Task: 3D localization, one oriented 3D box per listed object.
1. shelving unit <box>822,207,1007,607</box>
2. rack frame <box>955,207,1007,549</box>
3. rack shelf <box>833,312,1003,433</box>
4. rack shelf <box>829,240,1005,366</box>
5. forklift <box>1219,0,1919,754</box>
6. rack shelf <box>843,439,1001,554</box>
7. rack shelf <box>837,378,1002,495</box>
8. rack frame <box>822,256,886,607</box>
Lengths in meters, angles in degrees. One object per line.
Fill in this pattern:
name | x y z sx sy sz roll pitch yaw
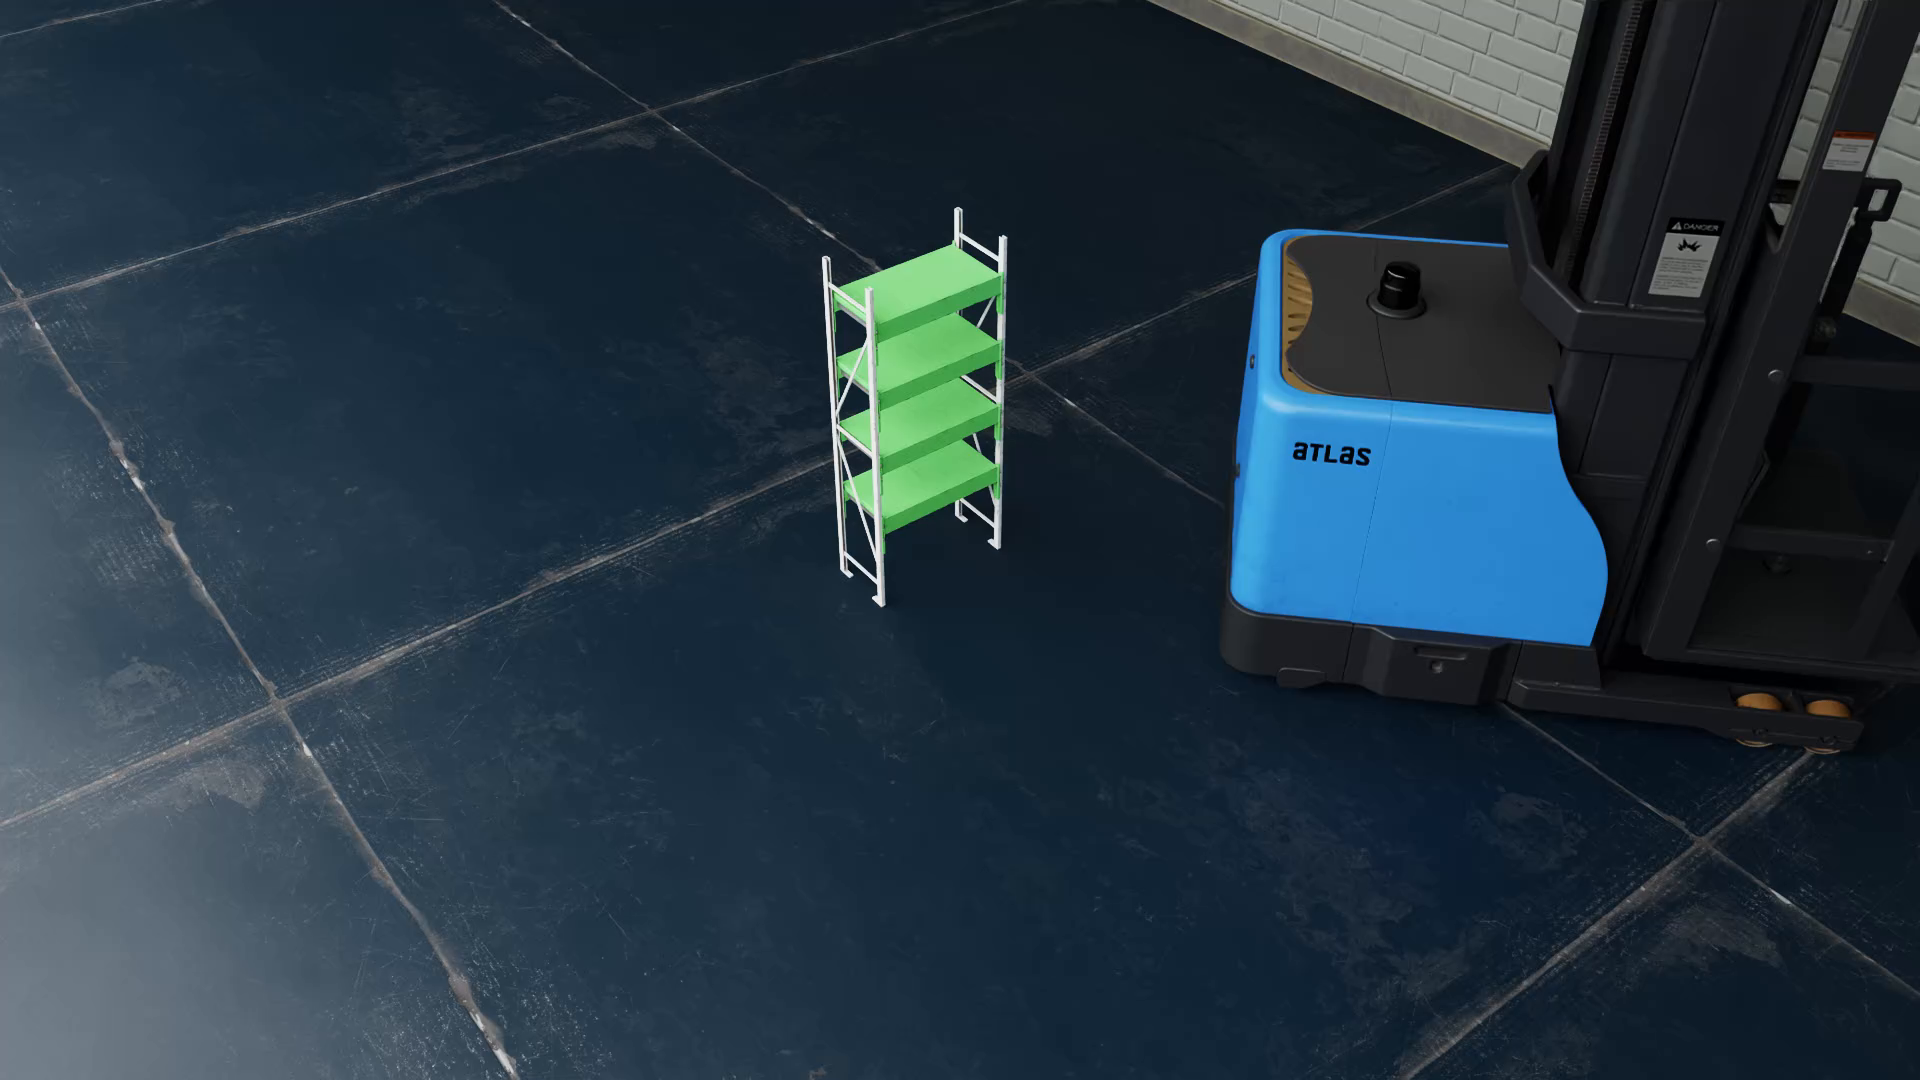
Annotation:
shelving unit | -0.131 -0.400 5.291 0.503 1.200 0.258 -26 46 -28
rack frame | 0.062 -0.494 5.406 0.015 1.200 0.240 -26 46 -28
rack shelf | -0.131 -0.536 5.180 0.480 0.148 0.258 -26 46 -28
rack shelf | -0.131 -0.722 5.028 0.480 0.148 0.258 -26 46 -28
forklift | 2.374 -0.857 4.483 3.031 2.935 1.130 6 40 7
rack shelf | -0.131 -0.165 5.484 0.480 0.148 0.258 -26 46 -28
rack shelf | -0.131 -0.351 5.332 0.480 0.148 0.258 -26 46 -28
rack frame | -0.325 -0.306 5.177 0.015 1.200 0.240 -26 46 -28
